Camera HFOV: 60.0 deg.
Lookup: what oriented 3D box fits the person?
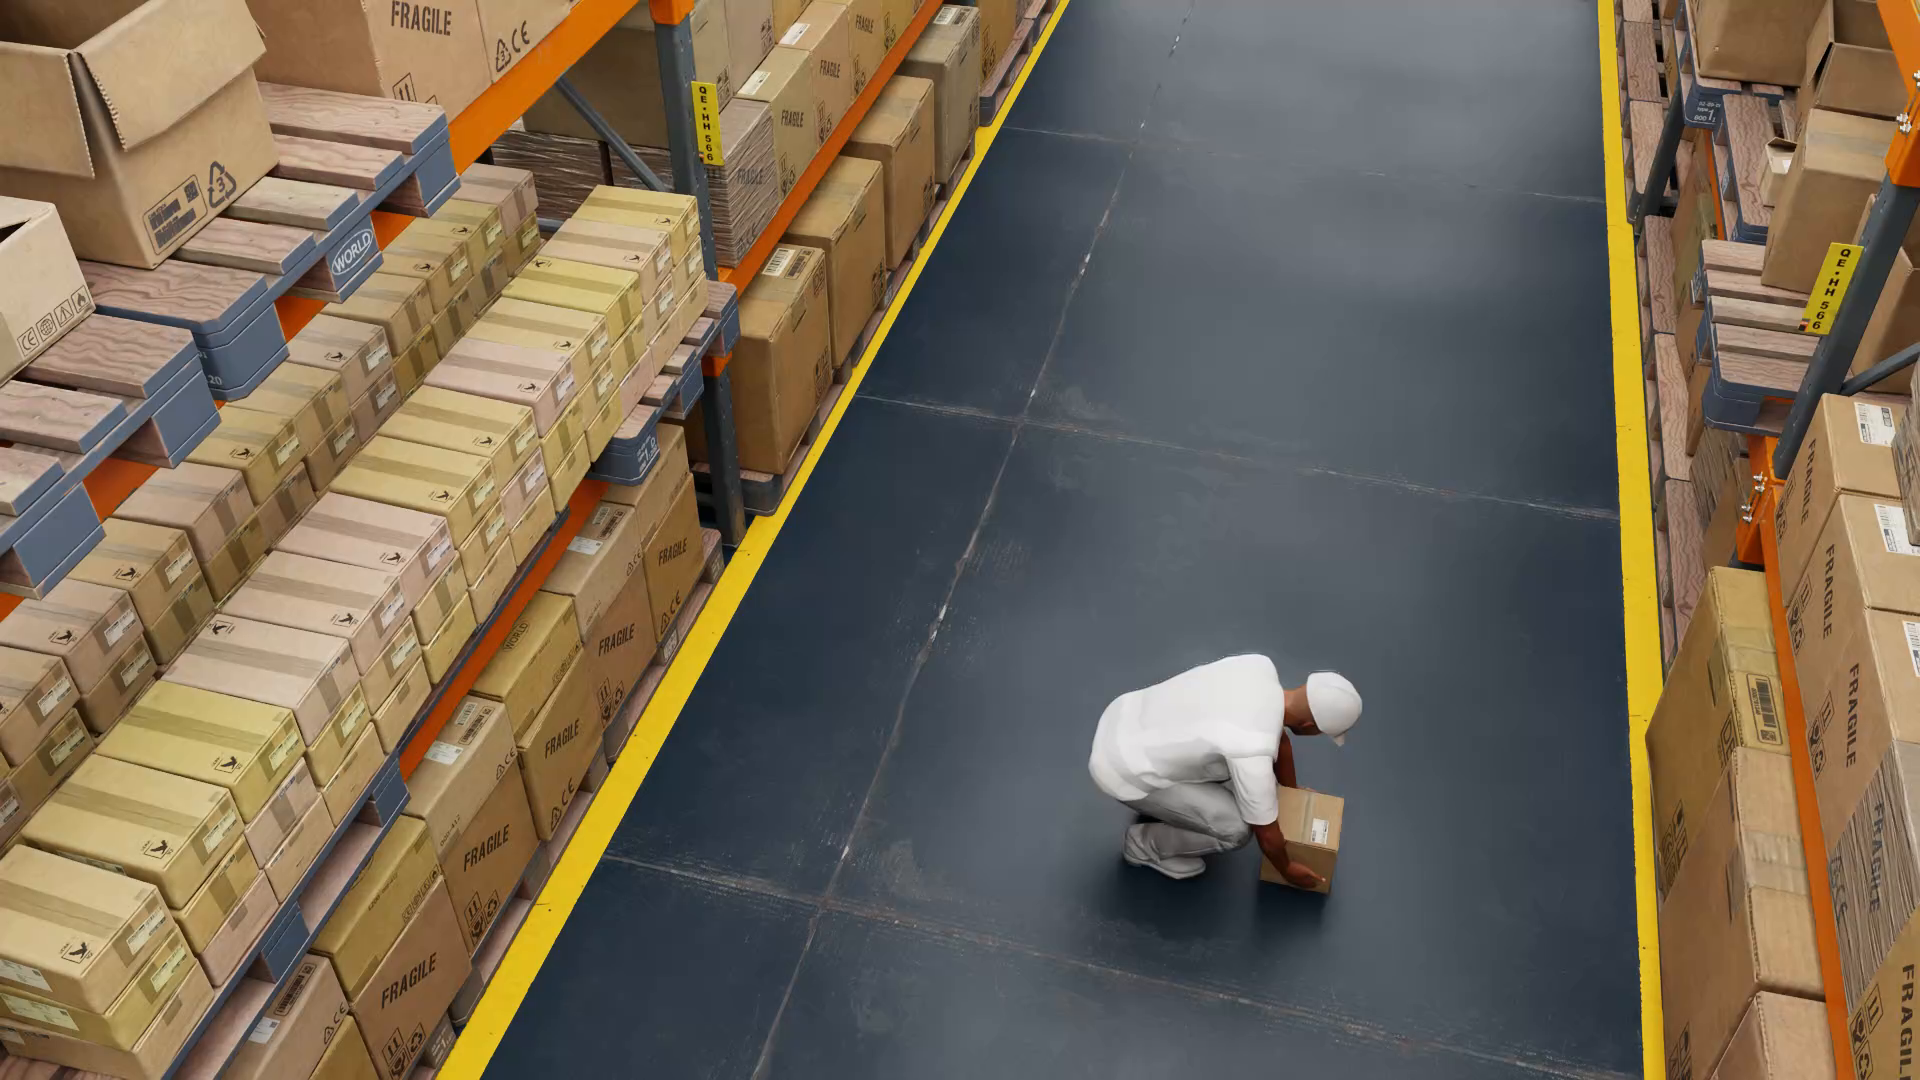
[{"bbox_3d":[0.924,0.769,5.922,0.896,0.893,0.564,10,42,11],"label":"person"}]
